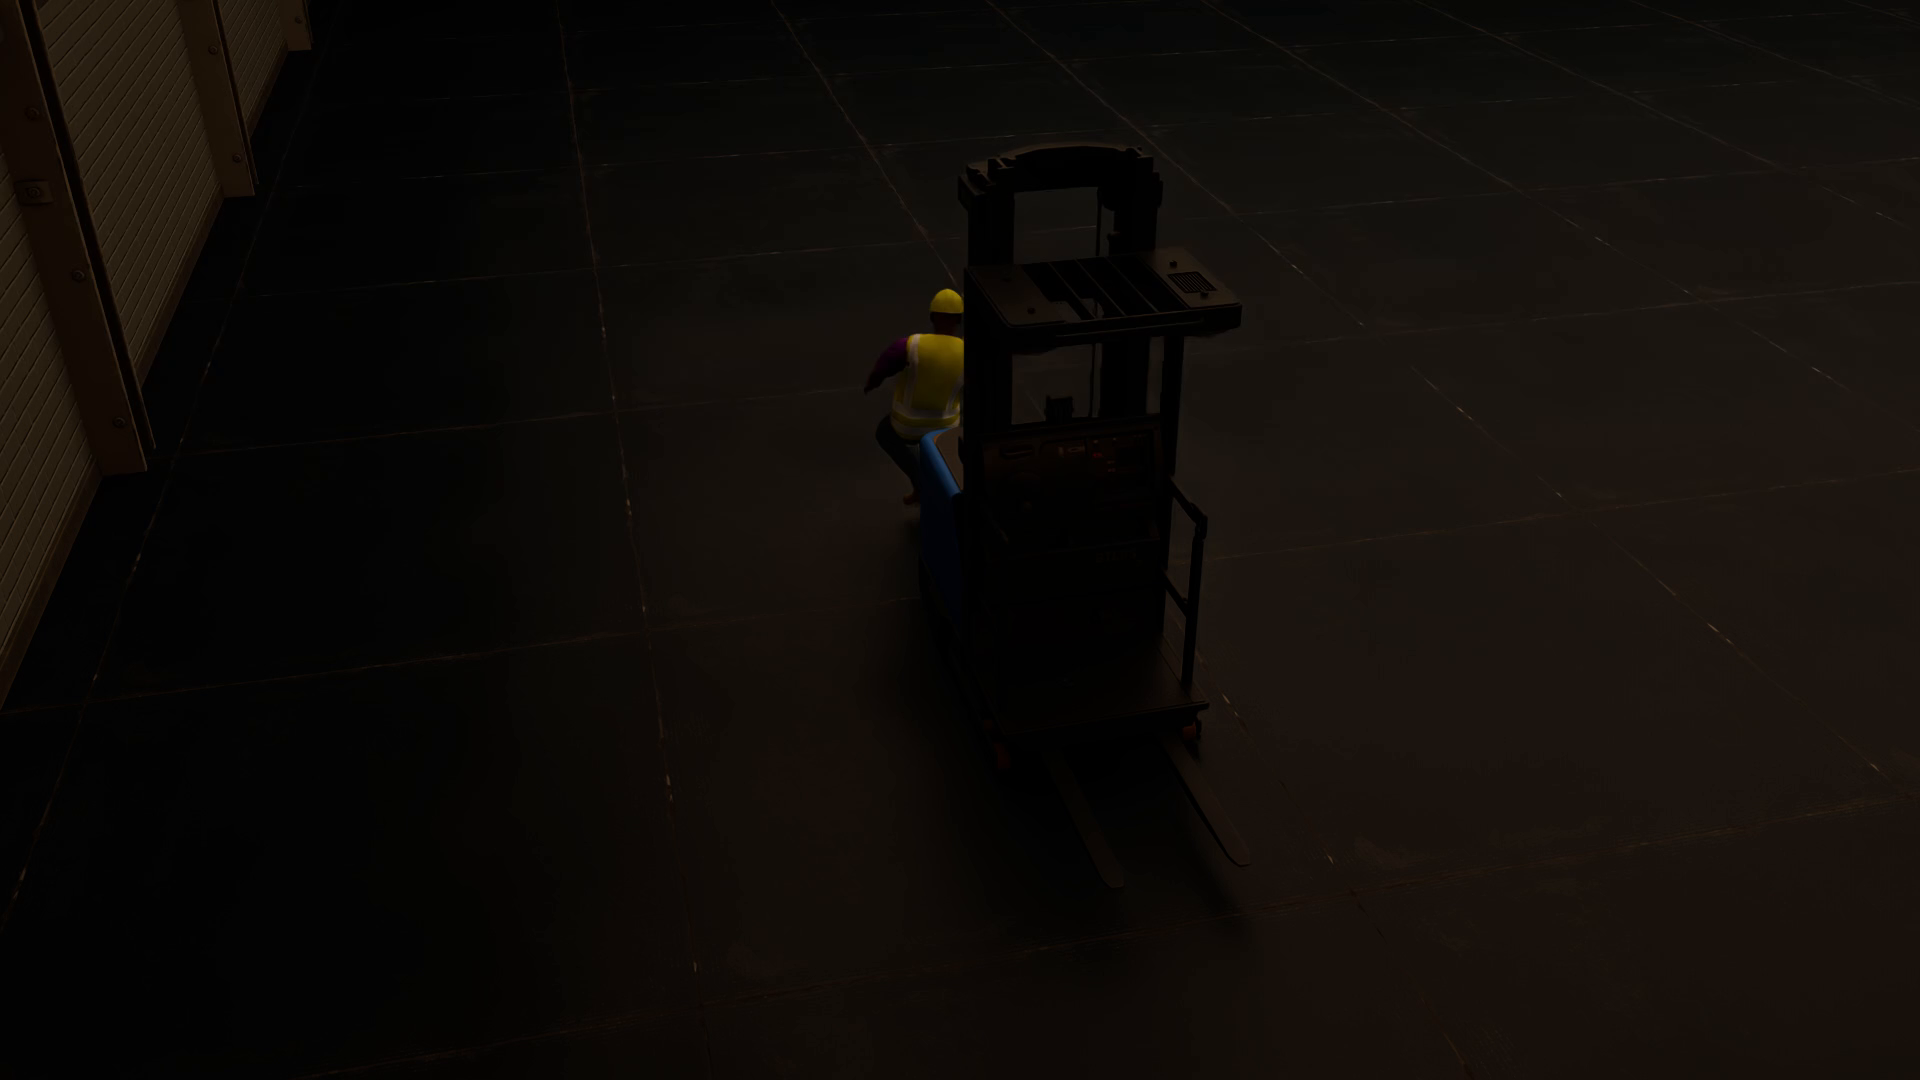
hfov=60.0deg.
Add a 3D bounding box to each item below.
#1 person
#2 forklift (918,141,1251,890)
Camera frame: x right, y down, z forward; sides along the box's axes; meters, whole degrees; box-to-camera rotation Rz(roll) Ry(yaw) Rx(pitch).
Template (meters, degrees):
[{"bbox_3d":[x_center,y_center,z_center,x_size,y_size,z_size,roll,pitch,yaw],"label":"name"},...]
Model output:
[{"bbox_3d":[-0.168,-0.866,10.409,0.856,1.600,0.746,-3,30,-6],"label":"person"},{"bbox_3d":[0.618,-0.302,8.096,1.130,2.935,3.031,-7,31,-12],"label":"forklift"}]
